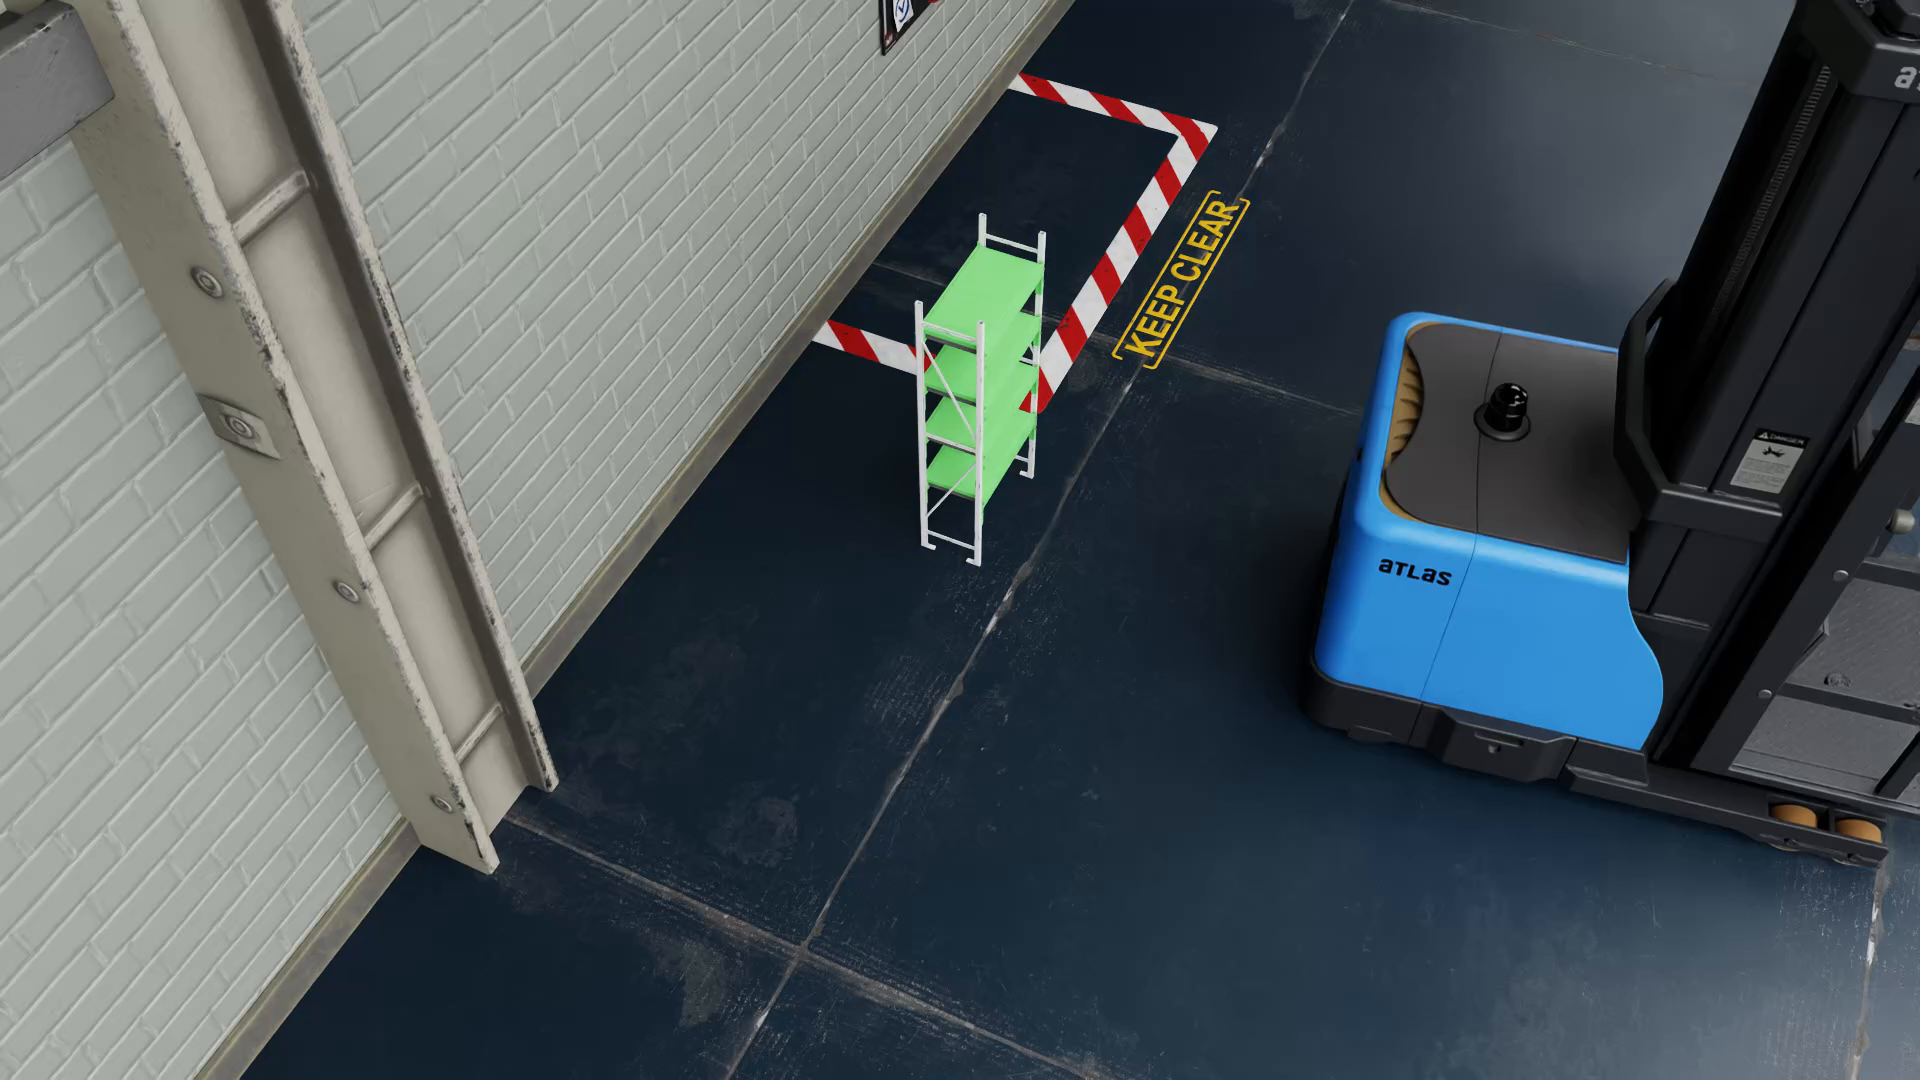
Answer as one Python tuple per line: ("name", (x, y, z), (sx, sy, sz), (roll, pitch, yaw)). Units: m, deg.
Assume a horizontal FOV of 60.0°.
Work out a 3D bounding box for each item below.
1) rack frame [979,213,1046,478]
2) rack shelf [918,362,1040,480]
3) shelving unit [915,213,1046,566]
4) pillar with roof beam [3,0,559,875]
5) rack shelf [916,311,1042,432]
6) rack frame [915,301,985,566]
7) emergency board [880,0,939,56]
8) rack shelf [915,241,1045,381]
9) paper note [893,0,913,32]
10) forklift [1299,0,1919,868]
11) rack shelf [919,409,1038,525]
("rack frame", (0.175, -0.671, 6.033), (0.240, 1.200, 0.015), (20, 52, 16))
("rack shelf", (0.071, -0.461, 5.939), (0.258, 0.148, 0.480), (20, 52, 16))
("shelving unit", (0.071, -0.503, 5.890), (0.258, 1.200, 0.503), (20, 52, 16))
("pillar with roof beam", (2.331, -0.626, 0.874), (9.100, 9.000, 0.400), (20, 52, 16))
("rack shelf", (0.071, -0.617, 5.756), (0.258, 0.148, 0.480), (20, 52, 16))
("rack frame", (-0.034, -0.335, 5.747), (0.240, 1.200, 0.015), (20, 52, 16))
("emergency board", (-0.088, -2.525, 6.429), (0.194, 1.169, 0.643), (20, 52, 16))
("rack shelf", (0.071, -0.772, 5.573), (0.258, 0.148, 0.480), (20, 52, 16))
("paper note", (-0.227, -2.140, 6.680), (0.016, 0.148, 0.142), (20, 52, 16))
("forklift", (2.735, -0.356, 4.628), (3.031, 2.935, 1.130), (13, 51, 11))
("rack shelf", (0.071, -0.306, 6.121), (0.258, 0.148, 0.480), (20, 52, 16))
